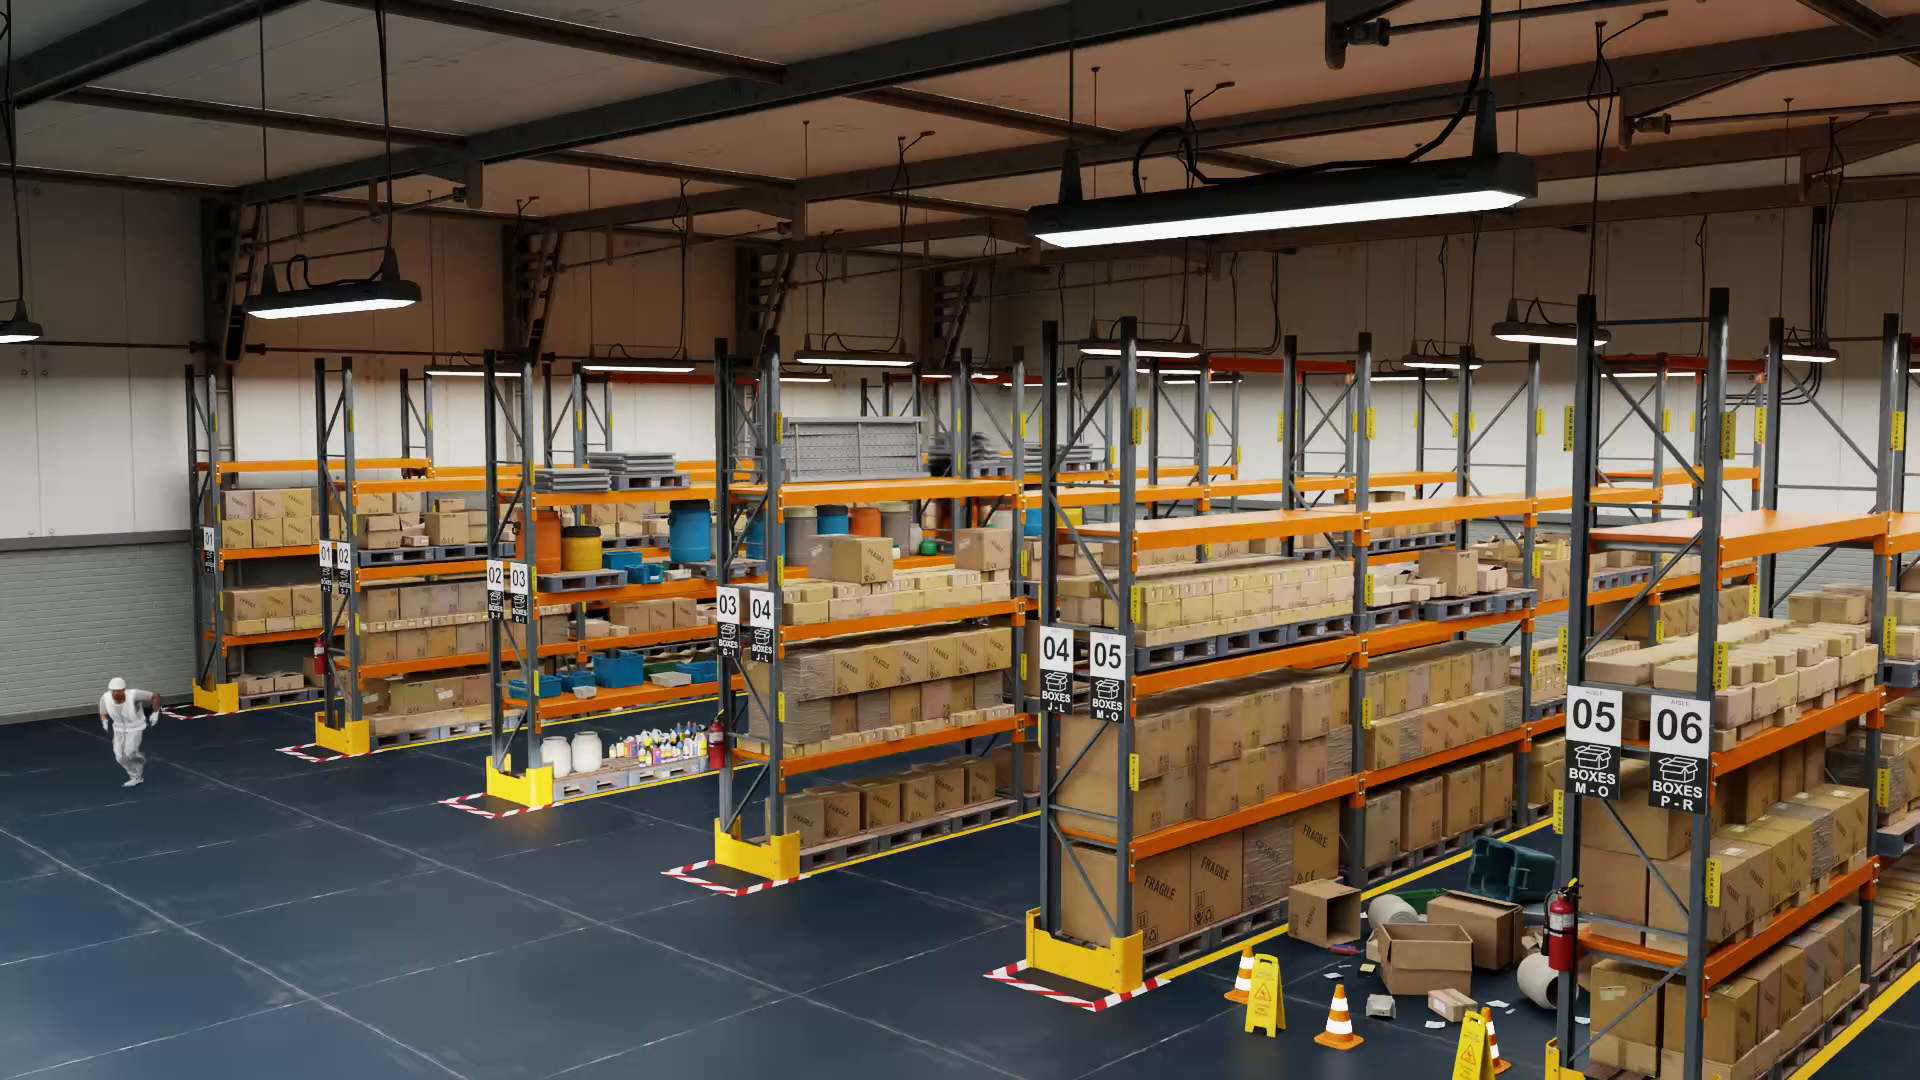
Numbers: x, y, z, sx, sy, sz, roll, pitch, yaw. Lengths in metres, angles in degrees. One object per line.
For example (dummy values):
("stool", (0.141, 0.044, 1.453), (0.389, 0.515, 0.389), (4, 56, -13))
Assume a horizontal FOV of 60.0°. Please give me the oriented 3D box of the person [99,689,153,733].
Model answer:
("person", (-11.379, 2.325, 22.751), (0.675, 0.611, 0.482), (0, 4, -5))
